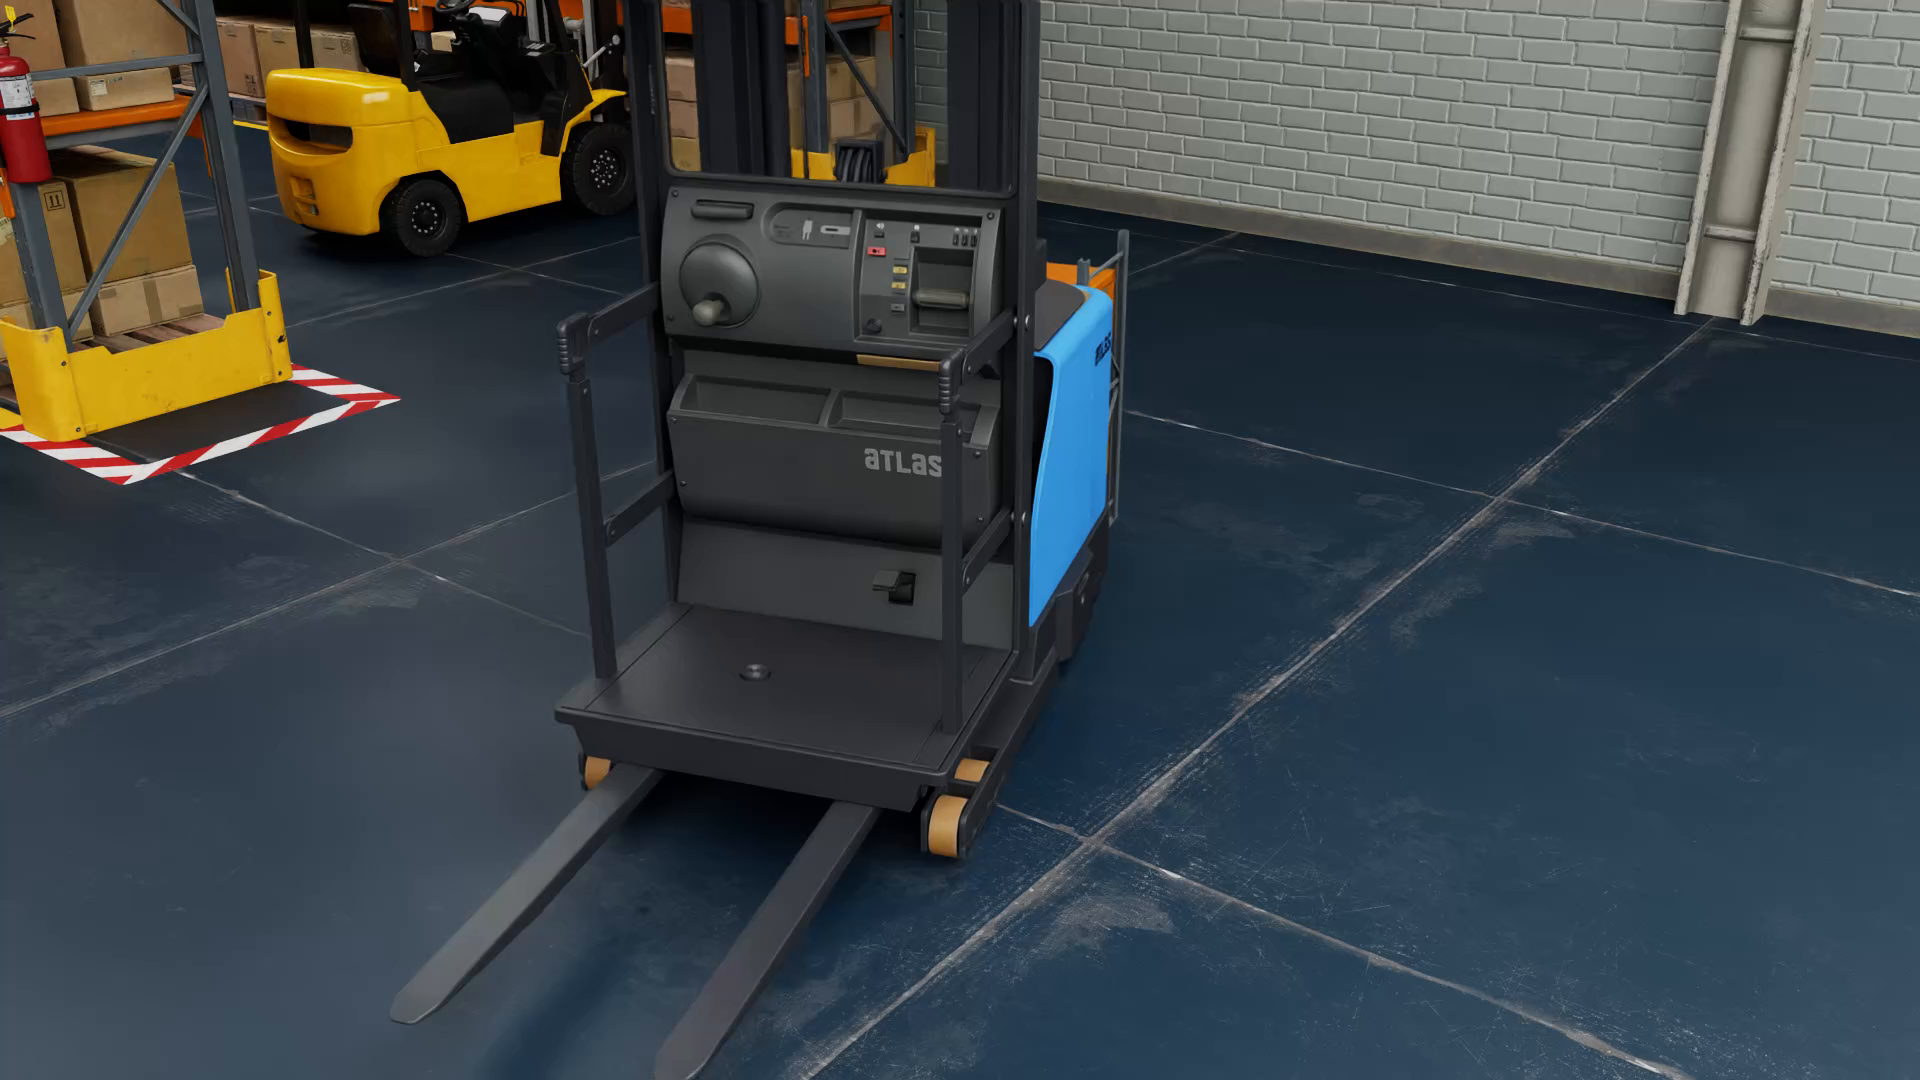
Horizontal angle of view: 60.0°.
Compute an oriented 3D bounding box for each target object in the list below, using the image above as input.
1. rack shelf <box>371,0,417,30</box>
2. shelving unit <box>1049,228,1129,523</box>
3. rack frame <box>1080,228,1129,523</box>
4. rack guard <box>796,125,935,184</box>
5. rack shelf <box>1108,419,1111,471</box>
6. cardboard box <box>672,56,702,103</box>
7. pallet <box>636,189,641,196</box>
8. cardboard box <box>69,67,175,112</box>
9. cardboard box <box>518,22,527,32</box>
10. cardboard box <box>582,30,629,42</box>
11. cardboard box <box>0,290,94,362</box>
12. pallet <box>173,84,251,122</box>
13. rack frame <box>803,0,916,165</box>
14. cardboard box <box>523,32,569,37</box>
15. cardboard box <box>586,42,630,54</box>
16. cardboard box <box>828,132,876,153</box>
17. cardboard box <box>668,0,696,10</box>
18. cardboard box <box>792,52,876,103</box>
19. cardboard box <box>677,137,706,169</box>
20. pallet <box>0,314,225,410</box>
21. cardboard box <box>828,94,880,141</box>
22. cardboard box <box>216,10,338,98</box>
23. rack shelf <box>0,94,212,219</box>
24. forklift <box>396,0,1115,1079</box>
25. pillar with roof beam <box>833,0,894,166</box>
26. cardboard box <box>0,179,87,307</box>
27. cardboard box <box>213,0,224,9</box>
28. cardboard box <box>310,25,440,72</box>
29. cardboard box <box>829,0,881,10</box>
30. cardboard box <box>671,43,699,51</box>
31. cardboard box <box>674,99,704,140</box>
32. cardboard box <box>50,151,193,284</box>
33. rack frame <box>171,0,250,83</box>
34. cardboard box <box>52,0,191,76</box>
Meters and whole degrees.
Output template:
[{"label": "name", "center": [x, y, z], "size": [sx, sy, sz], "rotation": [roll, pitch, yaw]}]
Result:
[{"label": "rack shelf", "center": [-5.453, -4.722, 14.138], "size": [4.000, 0.370, 1.077], "rotation": [17, 29, 33]}, {"label": "shelving unit", "center": [0.037, -0.597, 6.209], "size": [1.048, 1.125, 0.538], "rotation": [9, 25, 19]}, {"label": "rack frame", "center": [0.511, -0.523, 6.042], "size": [0.032, 1.125, 0.500], "rotation": [9, 25, 19]}, {"label": "rack guard", "center": [-0.633, -2.450, 11.191], "size": [0.348, 0.500, 1.175], "rotation": [17, 29, 33]}, {"label": "rack shelf", "center": [0.037, -0.373, 6.308], "size": [1.000, 0.278, 0.538], "rotation": [9, 25, 19]}, {"label": "cardboard box", "center": [-1.620, -3.124, 11.269], "size": [0.500, 0.250, 0.500], "rotation": [17, 29, 34]}, {"label": "pallet", "center": [-2.261, -2.791, 12.322], "size": [1.213, 0.211, 1.003], "rotation": [17, 29, 33]}, {"label": "cardboard box", "center": [-3.774, -2.032, 7.452], "size": [0.250, 0.149, 0.380], "rotation": [17, 29, 33]}, {"label": "cardboard box", "center": [-3.343, -3.902, 13.035], "size": [0.500, 0.250, 0.500], "rotation": [17, 29, 34]}, {"label": "cardboard box", "center": [-2.532, -3.658, 12.481], "size": [0.500, 0.250, 0.500], "rotation": [17, 29, 34]}, {"label": "cardboard box", "center": [-4.454, -1.046, 7.793], "size": [0.500, 0.250, 0.500], "rotation": [17, 29, 33]}, {"label": "pallet", "center": [-6.418, -4.047, 15.173], "size": [1.213, 0.211, 1.003], "rotation": [17, 29, 33]}, {"label": "rack frame", "center": [-0.652, -3.600, 10.700], "size": [0.127, 3.000, 1.000], "rotation": [17, 29, 33]}, {"label": "cardboard box", "center": [-3.251, -3.614, 12.380], "size": [0.500, 0.250, 0.500], "rotation": [17, 29, 33]}, {"label": "cardboard box", "center": [-2.431, -3.367, 11.822], "size": [0.500, 0.250, 0.500], "rotation": [16, 28, 32]}, {"label": "cardboard box", "center": [-0.928, -2.716, 11.583], "size": [0.500, 0.250, 0.500], "rotation": [17, 29, 34]}, {"label": "cardboard box", "center": [-1.613, -3.808, 11.049], "size": [0.500, 0.500, 0.500], "rotation": [18, 29, 35]}, {"label": "cardboard box", "center": [-0.923, -3.169, 11.371], "size": [0.500, 0.250, 0.500], "rotation": [16, 29, 33]}, {"label": "cardboard box", "center": [-1.610, -2.669, 11.476], "size": [0.500, 0.250, 0.500], "rotation": [17, 29, 33]}, {"label": "pallet", "center": [-4.316, -0.948, 8.139], "size": [1.213, 0.211, 1.003], "rotation": [17, 29, 33]}, {"label": "cardboard box", "center": [-0.904, -2.943, 11.479], "size": [0.500, 0.250, 0.500], "rotation": [17, 29, 34]}, {"label": "cardboard box", "center": [-6.035, -4.329, 14.780], "size": [0.625, 0.625, 0.875], "rotation": [18, 29, 35]}, {"label": "rack shelf", "center": [-5.227, -2.152, 8.306], "size": [4.000, 0.370, 1.077], "rotation": [17, 29, 33]}, {"label": "forklift", "center": [-0.404, -0.697, 4.197], "size": [1.130, 2.935, 3.031], "rotation": [7, 25, 16]}, {"label": "pillar with roof beam", "center": [-3.251, -5.415, 7.380], "size": [0.400, 9.000, 9.100], "rotation": [17, 29, 33]}, {"label": "cardboard box", "center": [-4.424, -1.384, 7.631], "size": [0.500, 0.500, 0.500], "rotation": [17, 29, 34]}, {"label": "cardboard box", "center": [-7.284, -5.106, 15.894], "size": [0.250, 0.149, 0.380], "rotation": [19, 30, 36]}, {"label": "cardboard box", "center": [-4.894, -3.985, 13.999], "size": [0.625, 0.625, 0.875], "rotation": [16, 29, 33]}, {"label": "cardboard box", "center": [-0.882, -3.855, 11.155], "size": [0.500, 0.500, 0.500], "rotation": [18, 29, 35]}, {"label": "cardboard box", "center": [-1.719, -3.413, 11.925], "size": [0.500, 0.250, 0.500], "rotation": [17, 29, 33]}, {"label": "cardboard box", "center": [-1.624, -2.904, 11.391], "size": [0.500, 0.250, 0.500], "rotation": [16, 29, 33]}, {"label": "cardboard box", "center": [-4.125, -1.564, 8.040], "size": [0.500, 0.500, 0.500], "rotation": [16, 28, 32]}, {"label": "rack frame", "center": [-7.054, -5.534, 15.091], "size": [0.127, 3.000, 1.000], "rotation": [17, 29, 33]}, {"label": "cardboard box", "center": [-3.839, -2.383, 7.446], "size": [0.500, 0.500, 0.500], "rotation": [16, 29, 33]}]
